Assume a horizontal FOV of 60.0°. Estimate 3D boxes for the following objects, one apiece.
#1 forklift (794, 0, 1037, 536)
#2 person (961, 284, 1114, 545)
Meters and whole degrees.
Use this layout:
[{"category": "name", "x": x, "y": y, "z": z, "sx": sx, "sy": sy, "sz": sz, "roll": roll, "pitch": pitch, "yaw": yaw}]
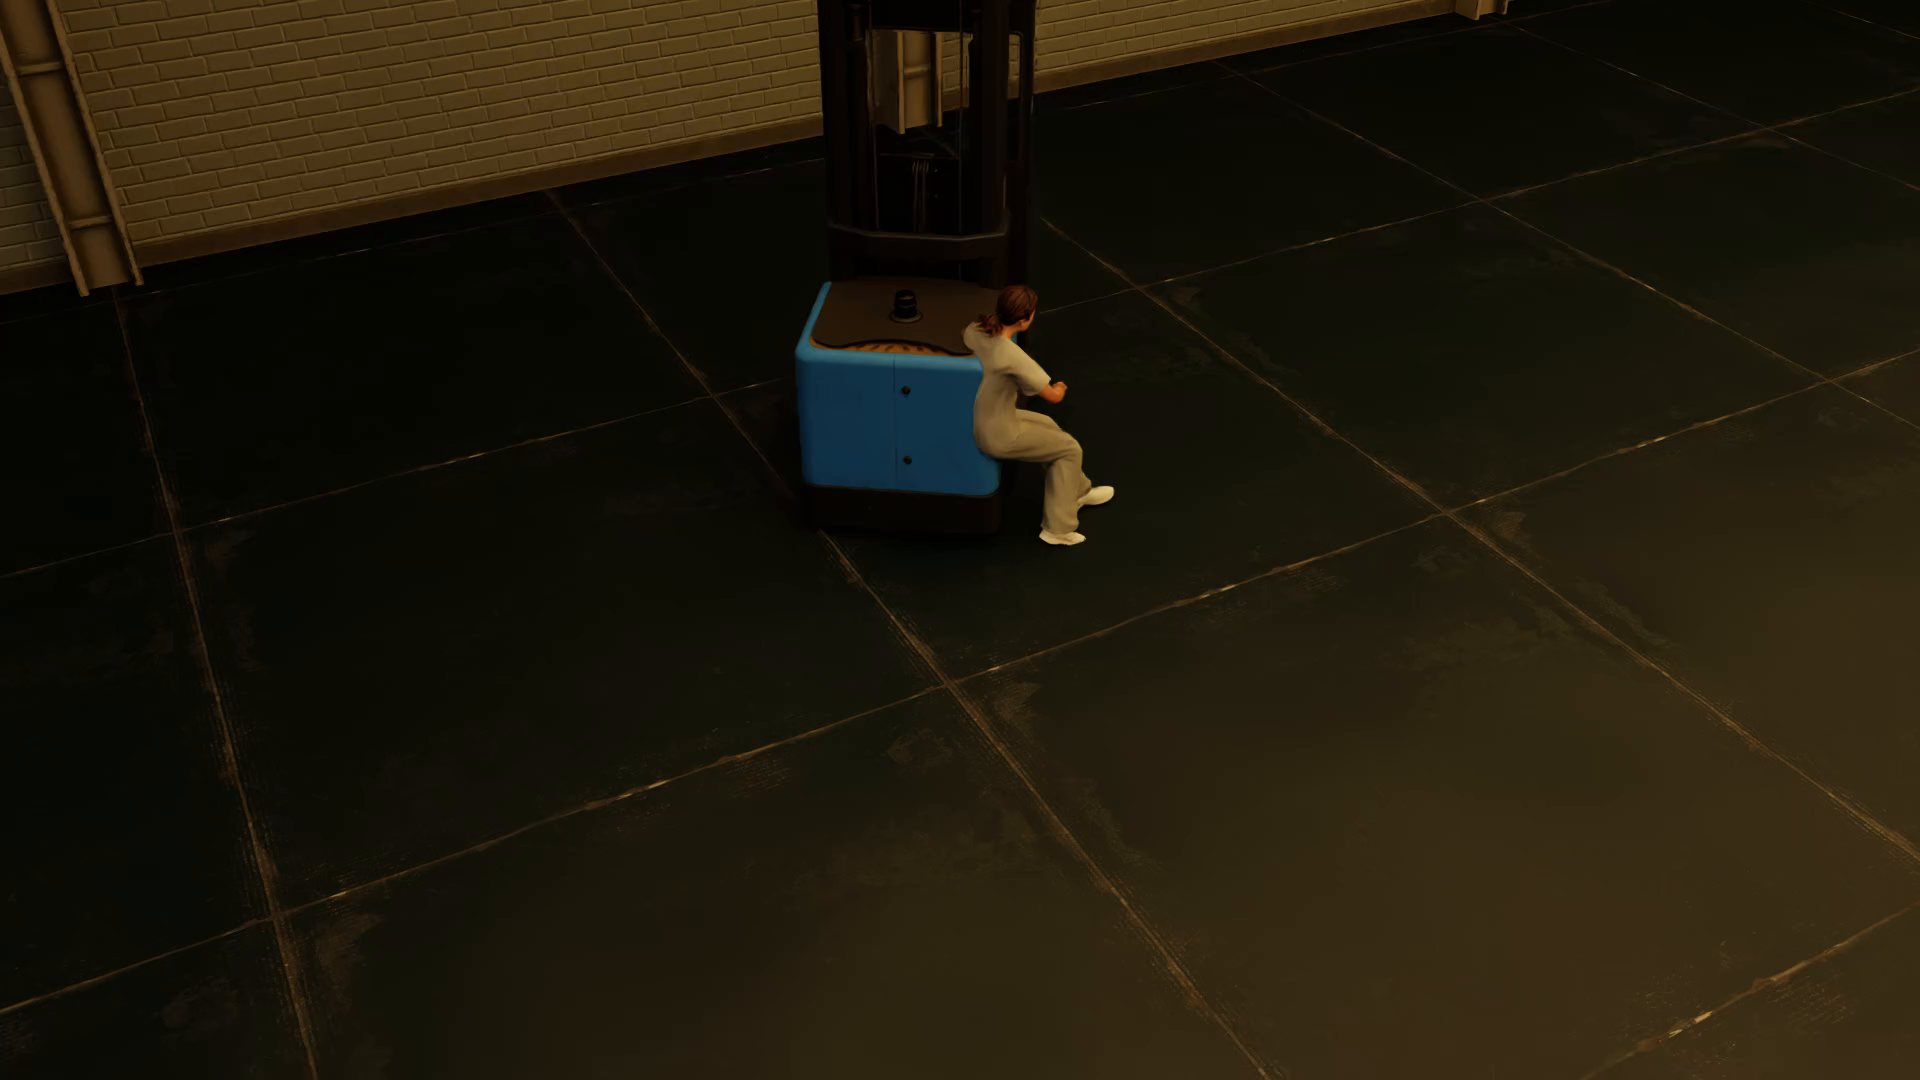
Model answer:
[{"category": "forklift", "x": -0.139, "y": -2.056, "z": 9.032, "sx": 1.130, "sy": 2.935, "sz": 3.031, "roll": 4, "pitch": 35, "yaw": 6}, {"category": "person", "x": 0.402, "y": -0.679, "z": 8.461, "sx": 0.881, "sy": 1.468, "sz": 0.677, "roll": -22, "pitch": 41, "yaw": -28}]
